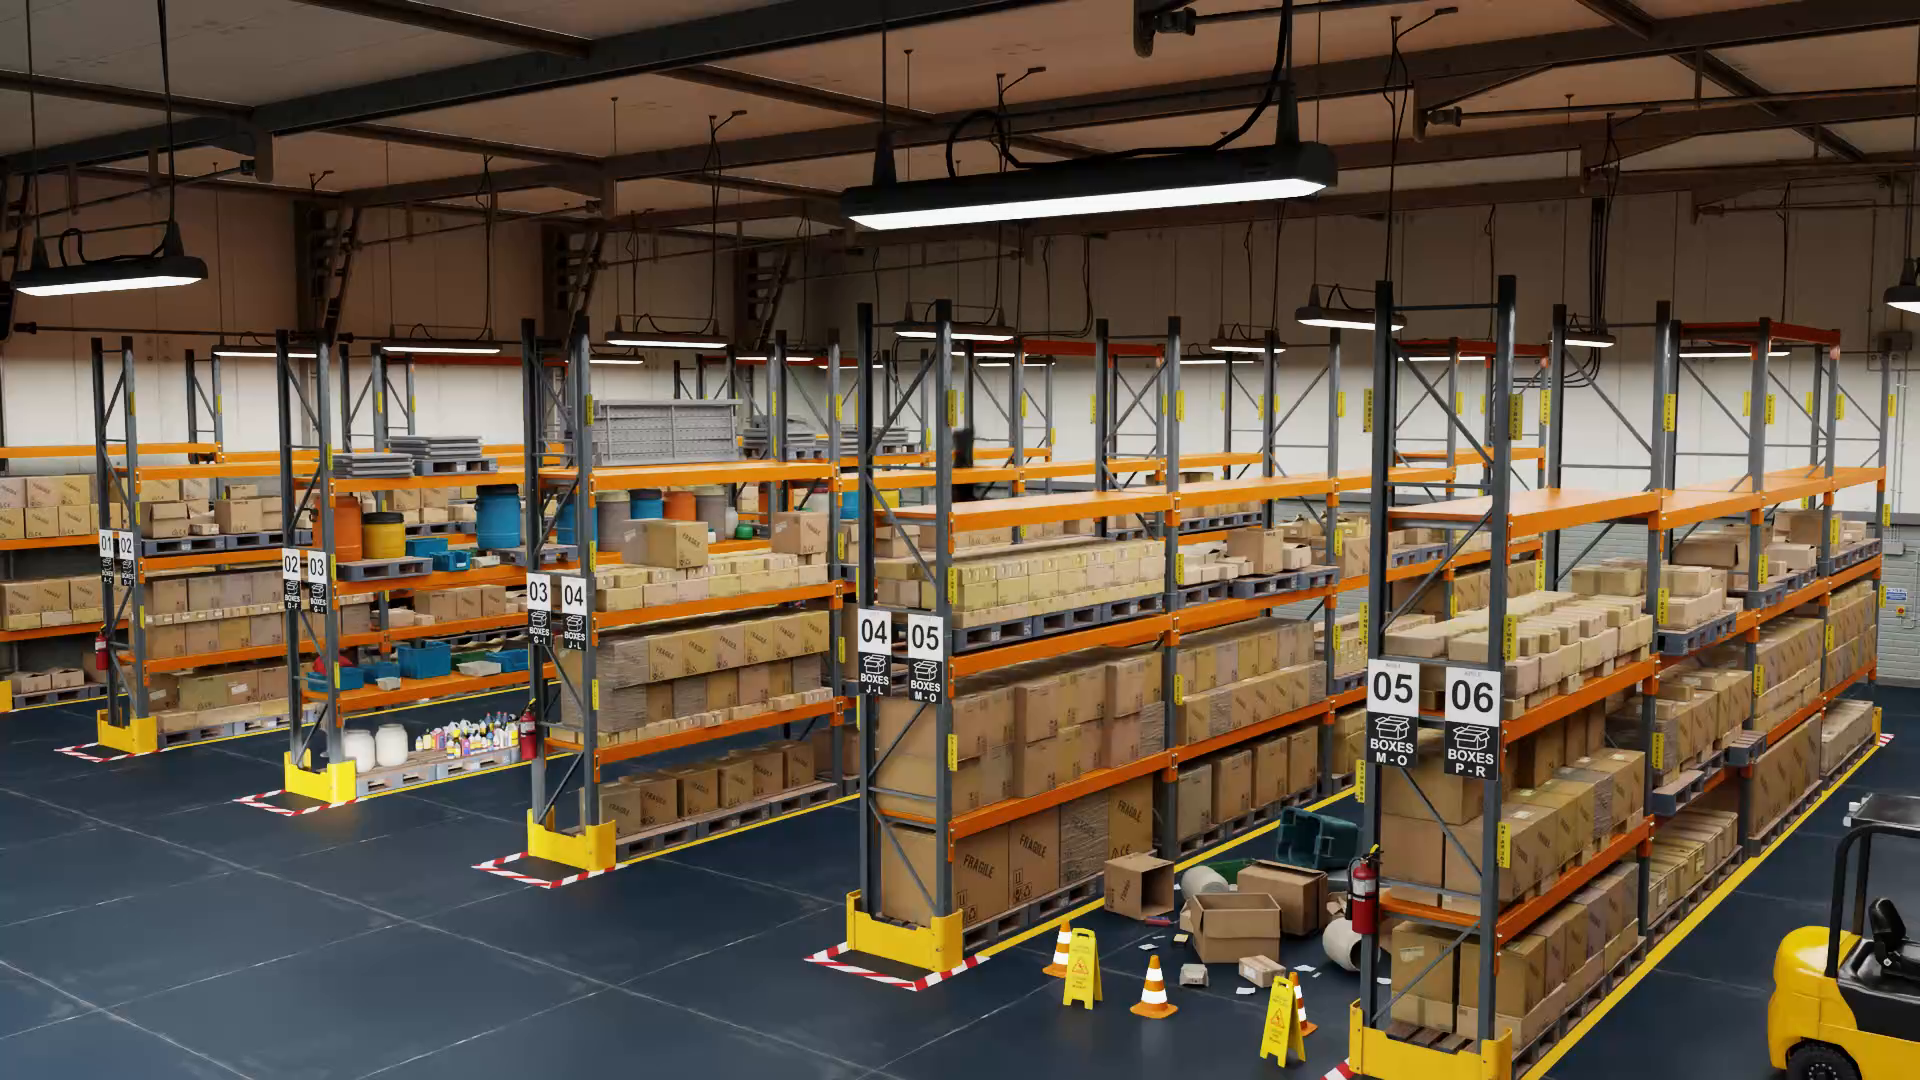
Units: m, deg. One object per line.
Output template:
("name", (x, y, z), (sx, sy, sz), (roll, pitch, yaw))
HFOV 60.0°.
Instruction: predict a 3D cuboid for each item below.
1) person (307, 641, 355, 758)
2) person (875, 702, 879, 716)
("person", (-9.021, 2.251, 23.956), (0.671, 1.680, 0.715), (1, 5, 10))
("person", (-1.150, 2.139, 25.102), (0.715, 1.720, 0.643), (2, 6, 25))
